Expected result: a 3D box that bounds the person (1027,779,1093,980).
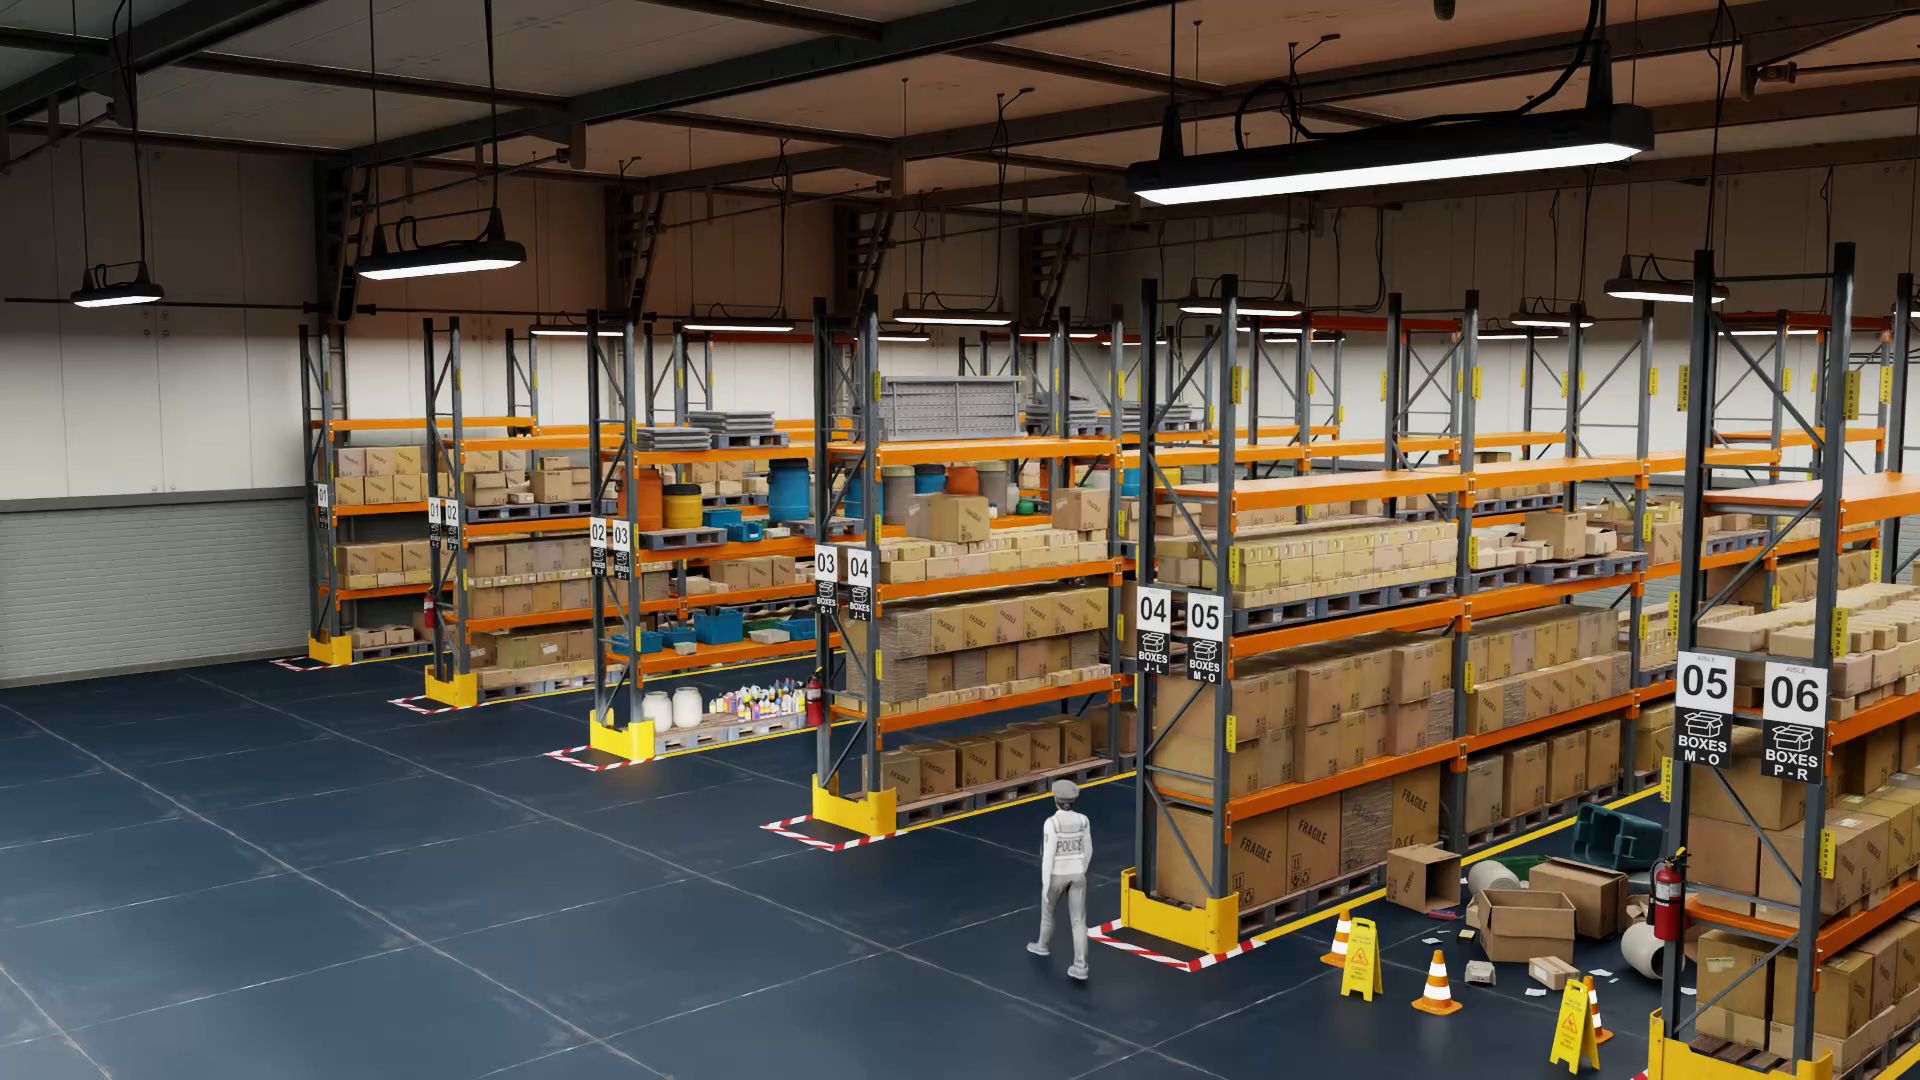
[{"bbox_3d":[0.903,2.880,14.379,0.516,1.621,0.958,-2,6,-16],"label":"person"}]
